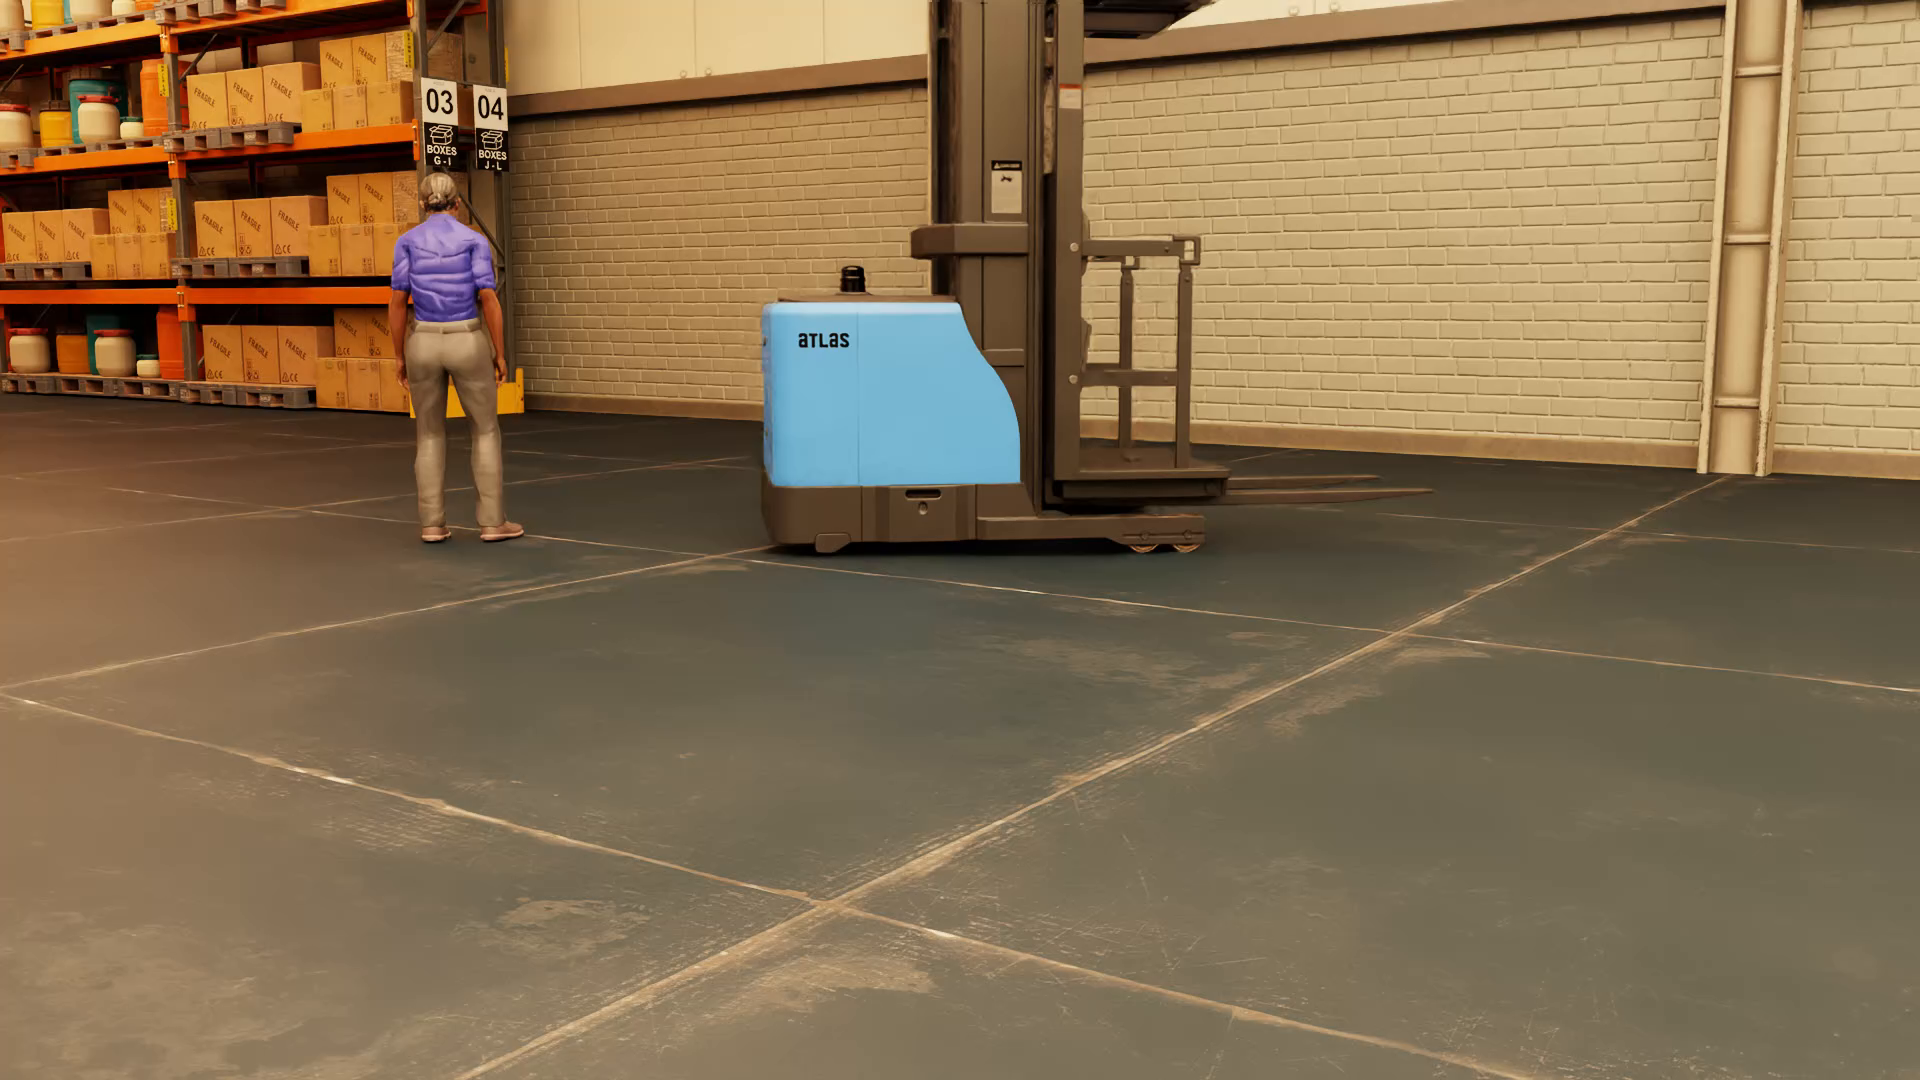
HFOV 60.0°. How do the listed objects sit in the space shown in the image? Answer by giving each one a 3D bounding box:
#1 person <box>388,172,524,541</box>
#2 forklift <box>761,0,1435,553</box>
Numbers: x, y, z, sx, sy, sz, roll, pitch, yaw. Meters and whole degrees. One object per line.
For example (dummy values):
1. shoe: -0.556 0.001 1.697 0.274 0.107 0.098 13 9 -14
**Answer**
1. person: -2.285 -0.819 7.495 0.527 1.653 0.348 -1 8 -4
2. forklift: 0.625 -1.468 7.515 3.031 2.935 1.130 -1 8 -9
